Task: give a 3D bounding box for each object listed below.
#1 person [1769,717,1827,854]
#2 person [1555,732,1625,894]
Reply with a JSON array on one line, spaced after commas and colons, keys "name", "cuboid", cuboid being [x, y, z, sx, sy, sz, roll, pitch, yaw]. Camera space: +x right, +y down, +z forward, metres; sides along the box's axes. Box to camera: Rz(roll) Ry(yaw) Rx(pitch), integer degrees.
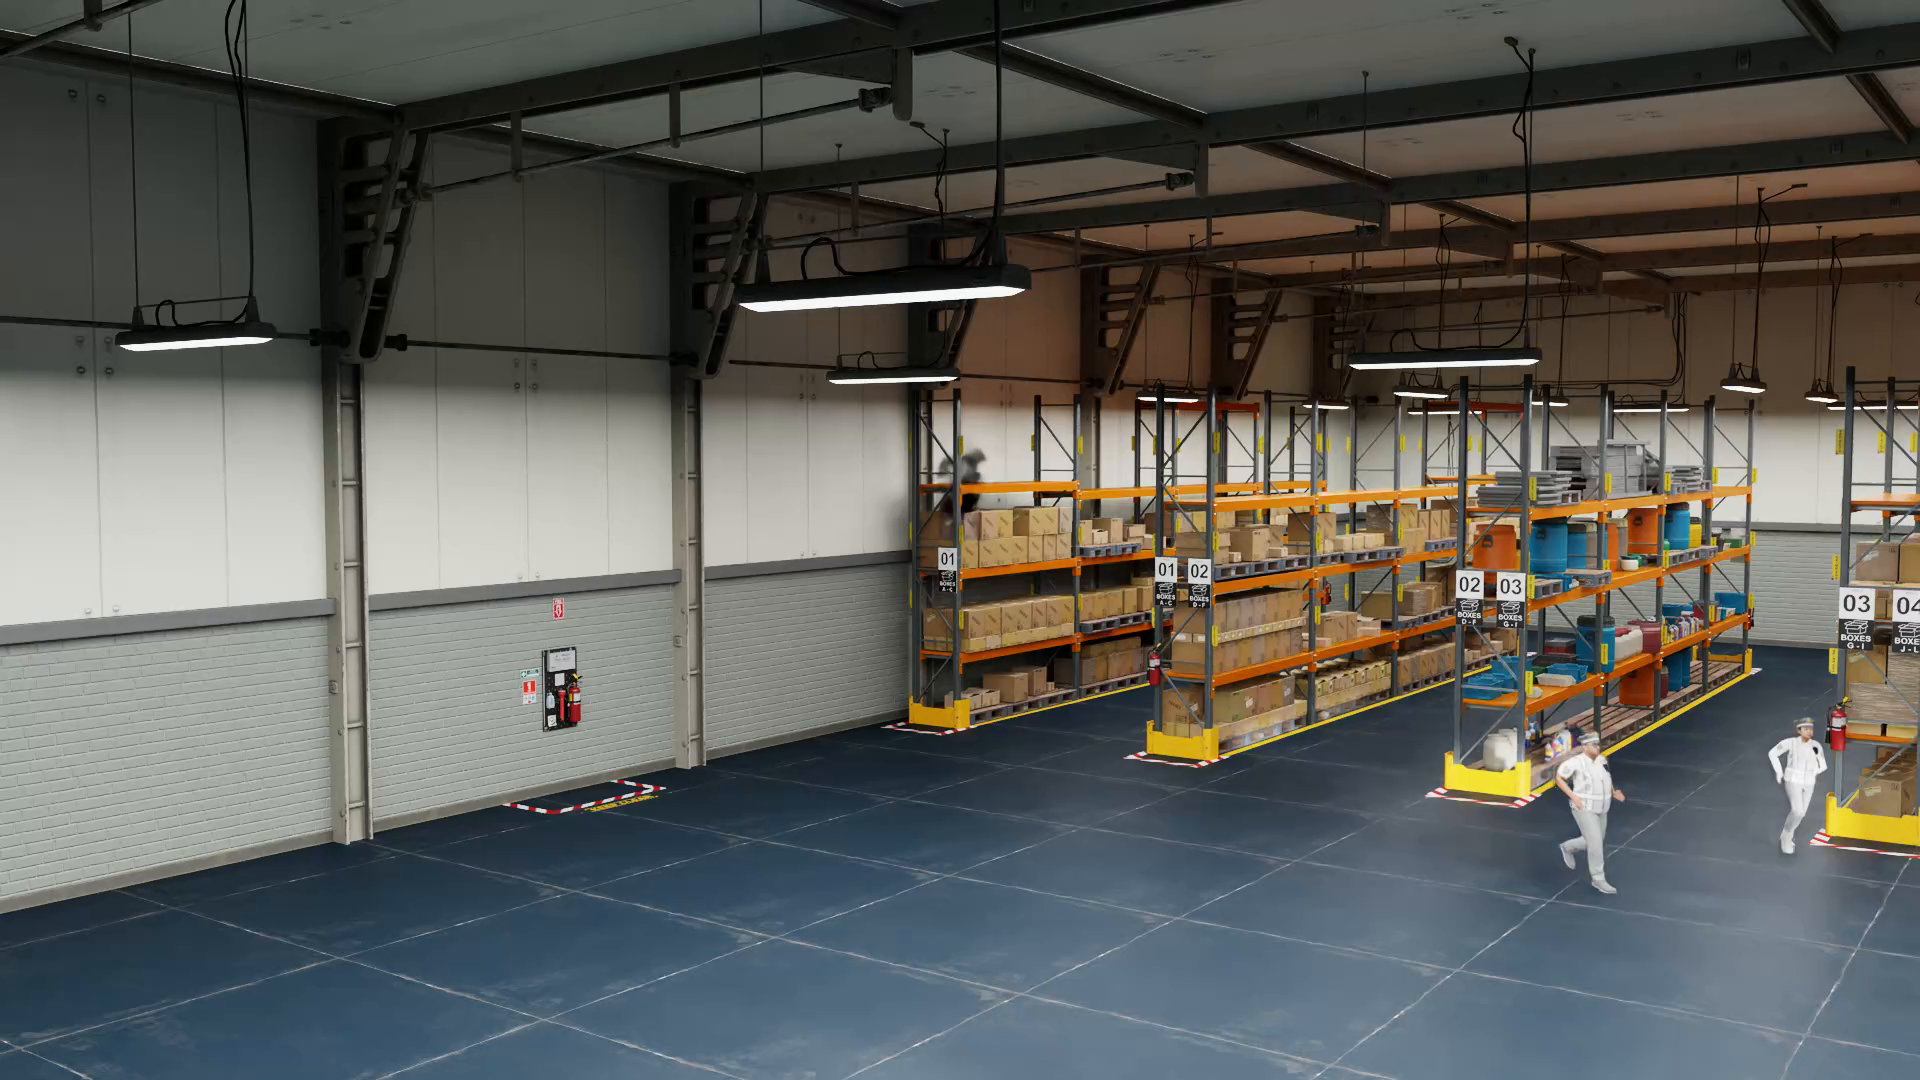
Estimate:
[{"name": "person", "cuboid": [10.322, 3.016, 20.477, 0.570, 1.707, 0.643, 0, 3, 2]}, {"name": "person", "cuboid": [7.139, 3.053, 18.922, 0.663, 1.785, 0.903, -2, 4, -26]}]
